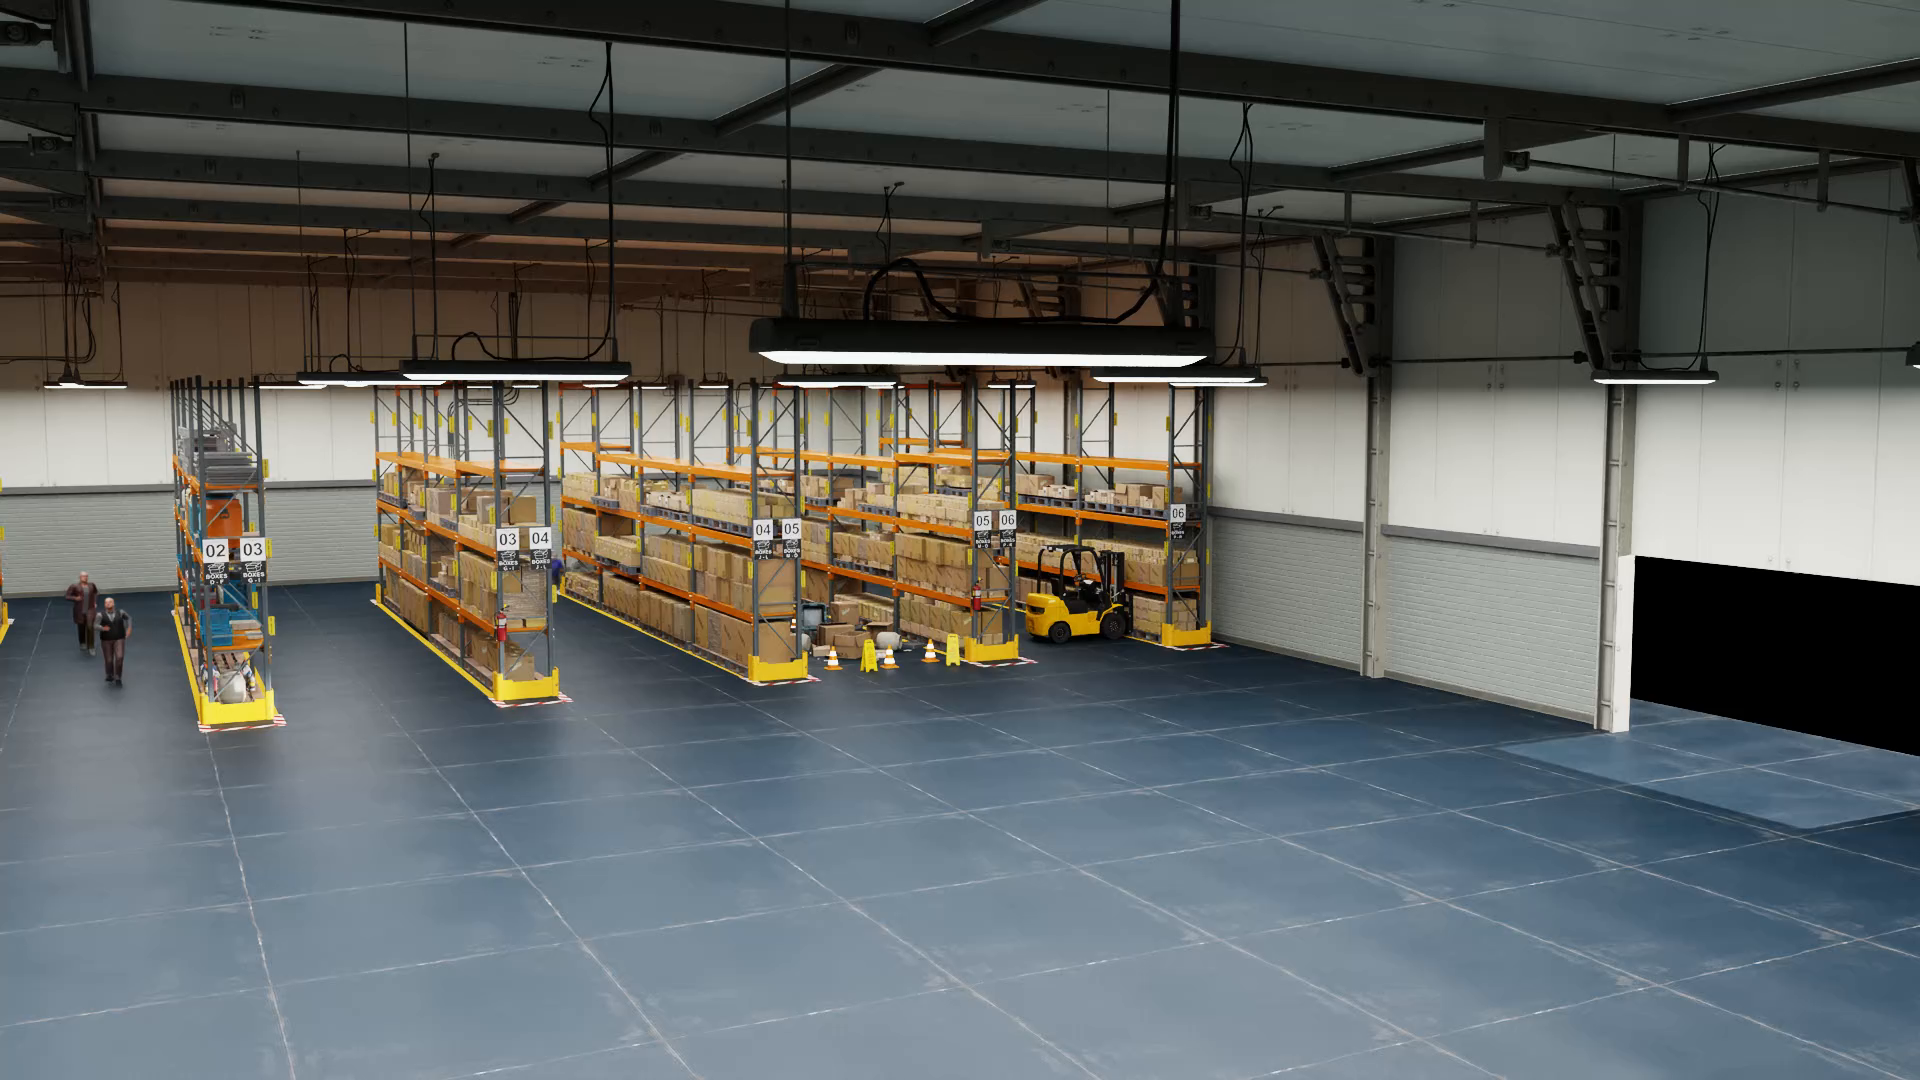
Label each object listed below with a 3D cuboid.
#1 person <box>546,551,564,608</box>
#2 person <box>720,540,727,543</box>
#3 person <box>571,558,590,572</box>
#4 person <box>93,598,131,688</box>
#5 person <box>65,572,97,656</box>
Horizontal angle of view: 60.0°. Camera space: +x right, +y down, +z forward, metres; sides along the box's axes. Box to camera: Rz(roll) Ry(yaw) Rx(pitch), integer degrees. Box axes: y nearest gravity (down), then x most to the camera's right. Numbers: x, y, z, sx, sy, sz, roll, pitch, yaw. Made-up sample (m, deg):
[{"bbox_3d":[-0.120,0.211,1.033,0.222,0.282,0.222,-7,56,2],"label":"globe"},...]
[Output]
[{"bbox_3d":[-10.656,1.056,43.399,0.564,1.575,0.848,-4,6,-35],"label":"person"},{"bbox_3d":[-7.179,0.354,50.907,0.666,1.712,0.711,0,5,-1],"label":"person"},{"bbox_3d":[-11.234,0.491,48.850,0.958,1.724,0.705,1,5,13],"label":"person"},{"bbox_3d":[-16.535,1.999,32.464,0.661,1.757,0.822,-2,6,-26],"label":"person"},{"bbox_3d":[-19.190,1.599,36.385,0.678,1.822,0.919,-4,6,-37],"label":"person"}]
